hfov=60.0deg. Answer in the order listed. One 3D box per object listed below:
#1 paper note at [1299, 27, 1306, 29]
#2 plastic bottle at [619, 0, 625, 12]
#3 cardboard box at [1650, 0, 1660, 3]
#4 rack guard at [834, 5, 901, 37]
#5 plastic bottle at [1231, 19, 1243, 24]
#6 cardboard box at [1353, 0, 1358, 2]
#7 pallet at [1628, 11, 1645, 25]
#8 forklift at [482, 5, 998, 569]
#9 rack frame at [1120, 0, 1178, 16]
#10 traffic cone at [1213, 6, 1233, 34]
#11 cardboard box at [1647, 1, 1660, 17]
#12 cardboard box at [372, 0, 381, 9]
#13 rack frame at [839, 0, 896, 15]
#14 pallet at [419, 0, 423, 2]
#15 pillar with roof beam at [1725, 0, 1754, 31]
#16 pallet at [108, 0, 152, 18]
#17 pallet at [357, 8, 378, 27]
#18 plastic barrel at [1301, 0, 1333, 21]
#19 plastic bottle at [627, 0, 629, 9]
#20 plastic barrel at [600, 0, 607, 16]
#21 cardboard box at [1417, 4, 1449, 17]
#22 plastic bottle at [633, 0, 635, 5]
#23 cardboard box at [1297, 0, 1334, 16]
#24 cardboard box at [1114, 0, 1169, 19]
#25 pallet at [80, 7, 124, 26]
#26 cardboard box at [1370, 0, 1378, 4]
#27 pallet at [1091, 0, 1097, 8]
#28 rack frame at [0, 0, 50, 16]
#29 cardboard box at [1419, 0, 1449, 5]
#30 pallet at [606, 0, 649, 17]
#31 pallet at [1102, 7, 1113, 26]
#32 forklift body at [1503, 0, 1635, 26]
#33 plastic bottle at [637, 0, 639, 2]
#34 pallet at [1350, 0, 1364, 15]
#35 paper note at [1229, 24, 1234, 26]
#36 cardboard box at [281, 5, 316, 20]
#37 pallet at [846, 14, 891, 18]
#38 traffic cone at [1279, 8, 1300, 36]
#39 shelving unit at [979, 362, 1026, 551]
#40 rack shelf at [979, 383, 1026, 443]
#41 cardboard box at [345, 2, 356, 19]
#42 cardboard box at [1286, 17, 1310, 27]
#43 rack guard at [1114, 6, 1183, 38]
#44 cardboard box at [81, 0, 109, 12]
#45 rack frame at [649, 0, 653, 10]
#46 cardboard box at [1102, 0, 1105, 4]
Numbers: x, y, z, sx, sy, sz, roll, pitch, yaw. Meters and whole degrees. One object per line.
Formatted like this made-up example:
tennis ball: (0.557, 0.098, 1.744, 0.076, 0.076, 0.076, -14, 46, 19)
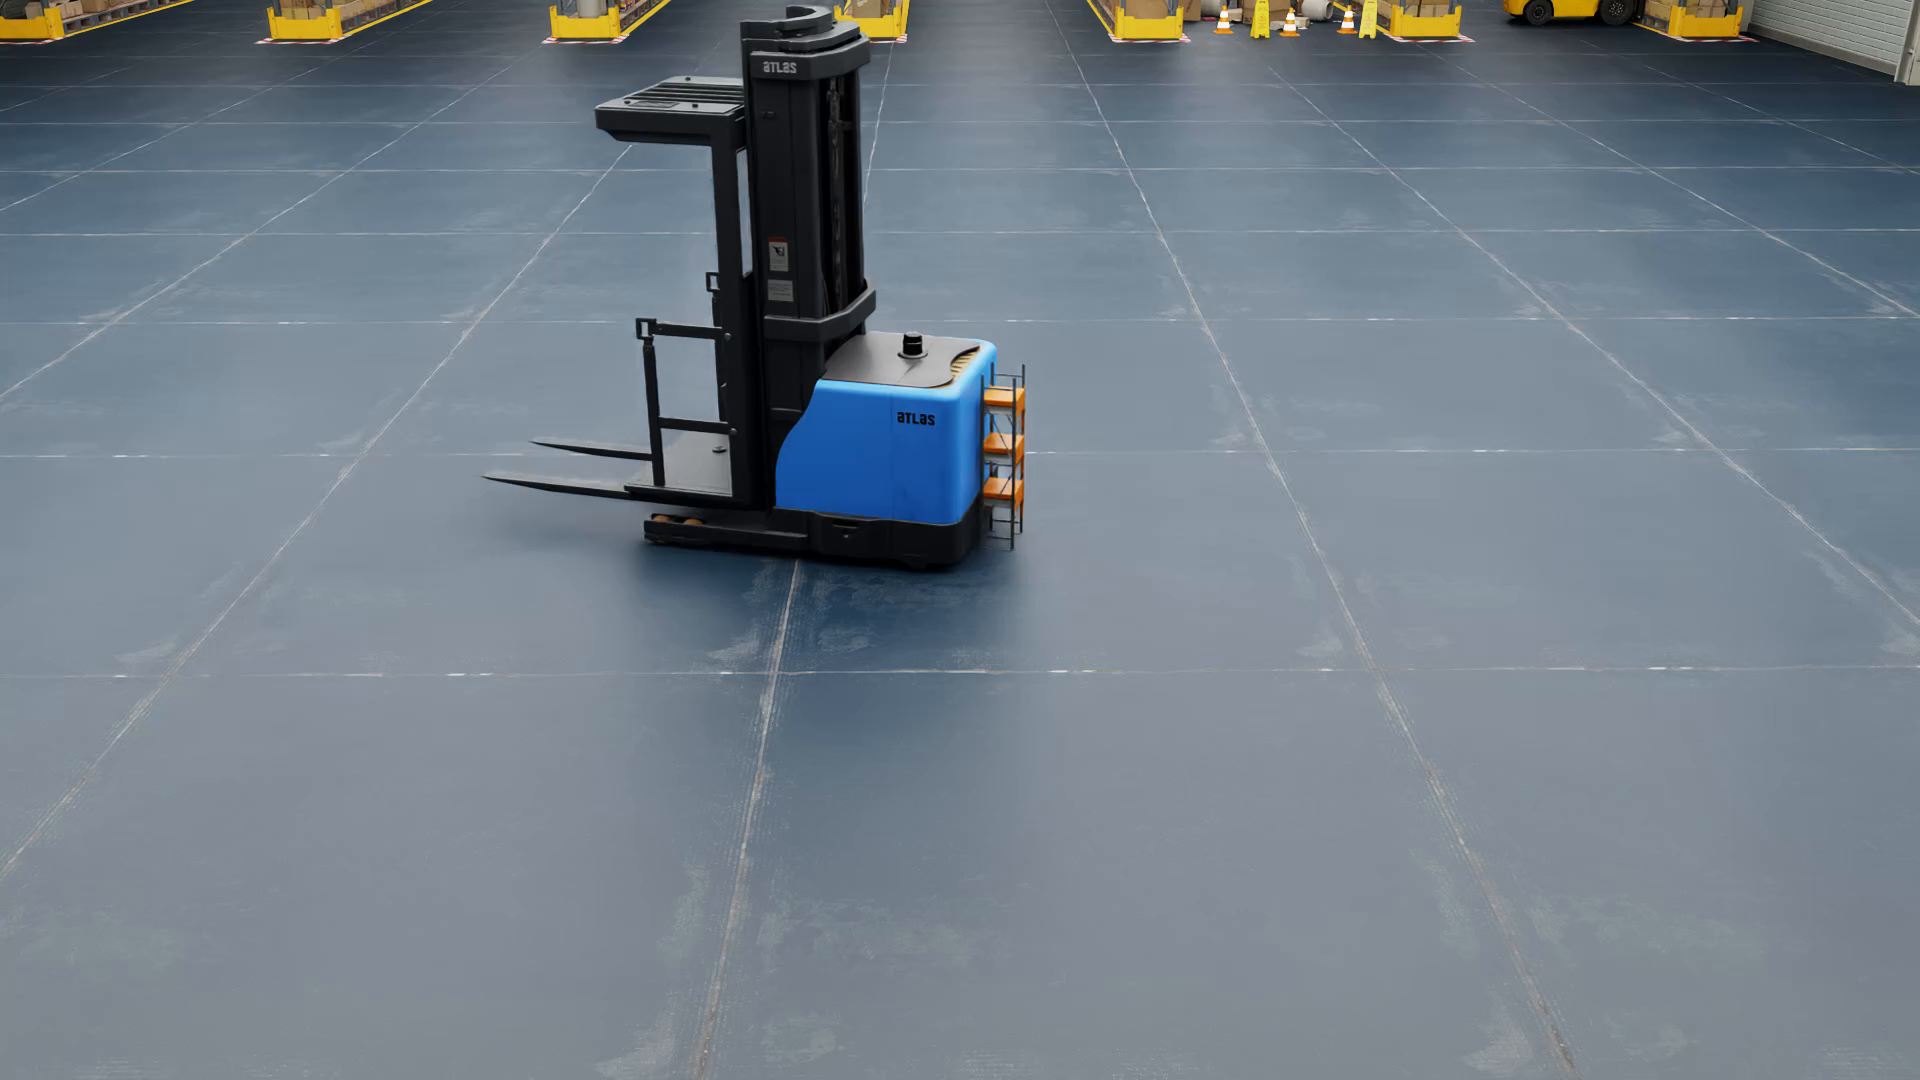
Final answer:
paper note: (6.278, -9.376, 30.445, 0.148, 0.019, 0.142, -9, 26, -19)
plastic bottle: (-6.291, -9.988, 30.970, 0.097, 0.271, 0.097, 0, 24, 0)
cardboard box: (12.930, -9.945, 30.319, 0.500, 0.250, 0.500, 0, 24, -1)
rack guard: (-1.631, -9.197, 29.477, 1.175, 0.500, 0.348, 0, 24, -1)
plastic bottle: (5.172, -9.710, 31.145, 0.133, 0.061, 0.283, -9, 26, -19)
cardboard box: (7.972, -10.691, 32.576, 0.500, 0.250, 0.500, -1, 24, -3)
pallet: (13.182, -9.918, 31.424, 1.003, 0.211, 1.213, 0, 24, -1)
forklift: (-1.345, -1.491, 9.490, 3.031, 2.935, 1.130, 6, 25, 14)
rack frame: (3.330, -10.285, 28.850, 1.000, 3.000, 0.127, 0, 24, -1)
traffic cone: (4.744, -9.354, 29.871, 0.336, 0.463, 0.334, 0, 24, -1)
cardboard box: (12.925, -9.708, 30.402, 0.500, 0.250, 0.500, 0, 24, -1)
cardboard box: (-11.341, -10.246, 31.591, 0.500, 0.250, 0.500, 0, 24, -1)
rack frame: (-1.631, -10.304, 28.893, 1.000, 3.000, 0.127, 0, 24, -1)
pallet: (-11.643, -11.446, 34.802, 1.003, 0.211, 1.213, 0, 24, -1)
pillar with roof beam: (9.831, -13.378, 28.408, 9.100, 9.000, 0.400, 0, 24, -1)
pallet: (-16.491, -10.338, 32.353, 1.003, 0.211, 1.213, 0, 24, -1)
pallet: (-11.597, -9.807, 31.178, 1.003, 0.211, 1.213, 0, 24, -1)
plastic barrel: (6.742, -10.019, 31.389, 0.512, 0.421, 0.421, 19, 30, 35)
plastic bottle: (-6.295, -10.129, 31.283, 0.097, 0.271, 0.097, 0, 24, 0)
plastic barrel: (-6.672, -9.817, 30.325, 0.421, 0.512, 0.421, 0, 24, 0)
cardboard box: (8.547, -9.621, 30.209, 0.500, 0.250, 0.500, 0, 24, -1)
plastic bottle: (-6.326, -10.447, 31.890, 0.144, 0.351, 0.185, 0, 24, -1)
cardboard box: (6.886, -10.412, 32.161, 0.500, 0.500, 0.500, 19, 30, 35)
cardboard box: (3.257, -9.787, 29.819, 0.875, 0.875, 0.875, 0, 24, 0)
pallet: (-16.474, -9.835, 31.238, 1.003, 0.211, 1.213, 0, 24, -1)
cardboard box: (7.992, -10.048, 31.154, 0.500, 0.250, 0.500, -1, 24, -2)
pallet: (3.203, -10.980, 33.771, 1.003, 0.211, 1.213, 0, 24, -1)
rack frame: (-16.490, -10.237, 28.745, 1.000, 3.000, 0.127, 0, 24, -1)
cardboard box: (8.546, -9.972, 30.076, 0.500, 0.500, 0.500, -1, 24, -2)
pallet: (-6.661, -10.383, 32.450, 1.003, 0.211, 1.213, 0, 24, -1)
pallet: (3.233, -9.845, 31.261, 1.003, 0.211, 1.213, 0, 24, -1)
forklift body: (11.397, -10.759, 30.929, 2.313, 2.155, 1.214, 0, 24, -1)
plastic bottle: (-6.332, -10.660, 32.359, 0.144, 0.351, 0.185, -1, 24, -2)
pallet: (8.278, -10.450, 32.599, 1.003, 0.211, 1.213, 0, 24, -1)
paper note: (5.011, -9.568, 30.870, 0.144, 0.017, 0.142, 8, 26, 18)
cardboard box: (-11.838, -9.419, 29.764, 0.500, 0.250, 0.500, 0, 24, -1)
pallet: (-1.605, -9.400, 30.277, 1.003, 0.211, 1.213, 0, 24, -1)
traffic cone: (5.878, -9.219, 29.572, 0.336, 0.463, 0.334, 0, 24, -1)
shelving unit: (0.242, -0.472, 9.521, 0.215, 1.050, 0.252, 6, 25, 13)
rack shelf: (0.242, -0.721, 9.408, 0.215, 0.259, 0.240, 6, 25, 13)
cardboard box: (-11.329, -9.628, 30.224, 0.500, 0.250, 0.500, 0, 24, -1)
cardboard box: (6.245, -9.580, 30.752, 0.380, 0.149, 0.250, 13, 27, 27)
rack guard: (3.330, -9.136, 29.343, 1.175, 0.500, 0.348, 0, 24, -1)
cardboard box: (-16.371, -10.122, 30.989, 0.700, 0.500, 0.500, -2, 24, -4)
rack frame: (-6.627, -11.930, 32.488, 1.000, 3.000, 0.127, 0, 24, -1)
cardboard box: (3.223, -10.897, 32.272, 0.875, 0.875, 0.875, 0, 24, 0)
